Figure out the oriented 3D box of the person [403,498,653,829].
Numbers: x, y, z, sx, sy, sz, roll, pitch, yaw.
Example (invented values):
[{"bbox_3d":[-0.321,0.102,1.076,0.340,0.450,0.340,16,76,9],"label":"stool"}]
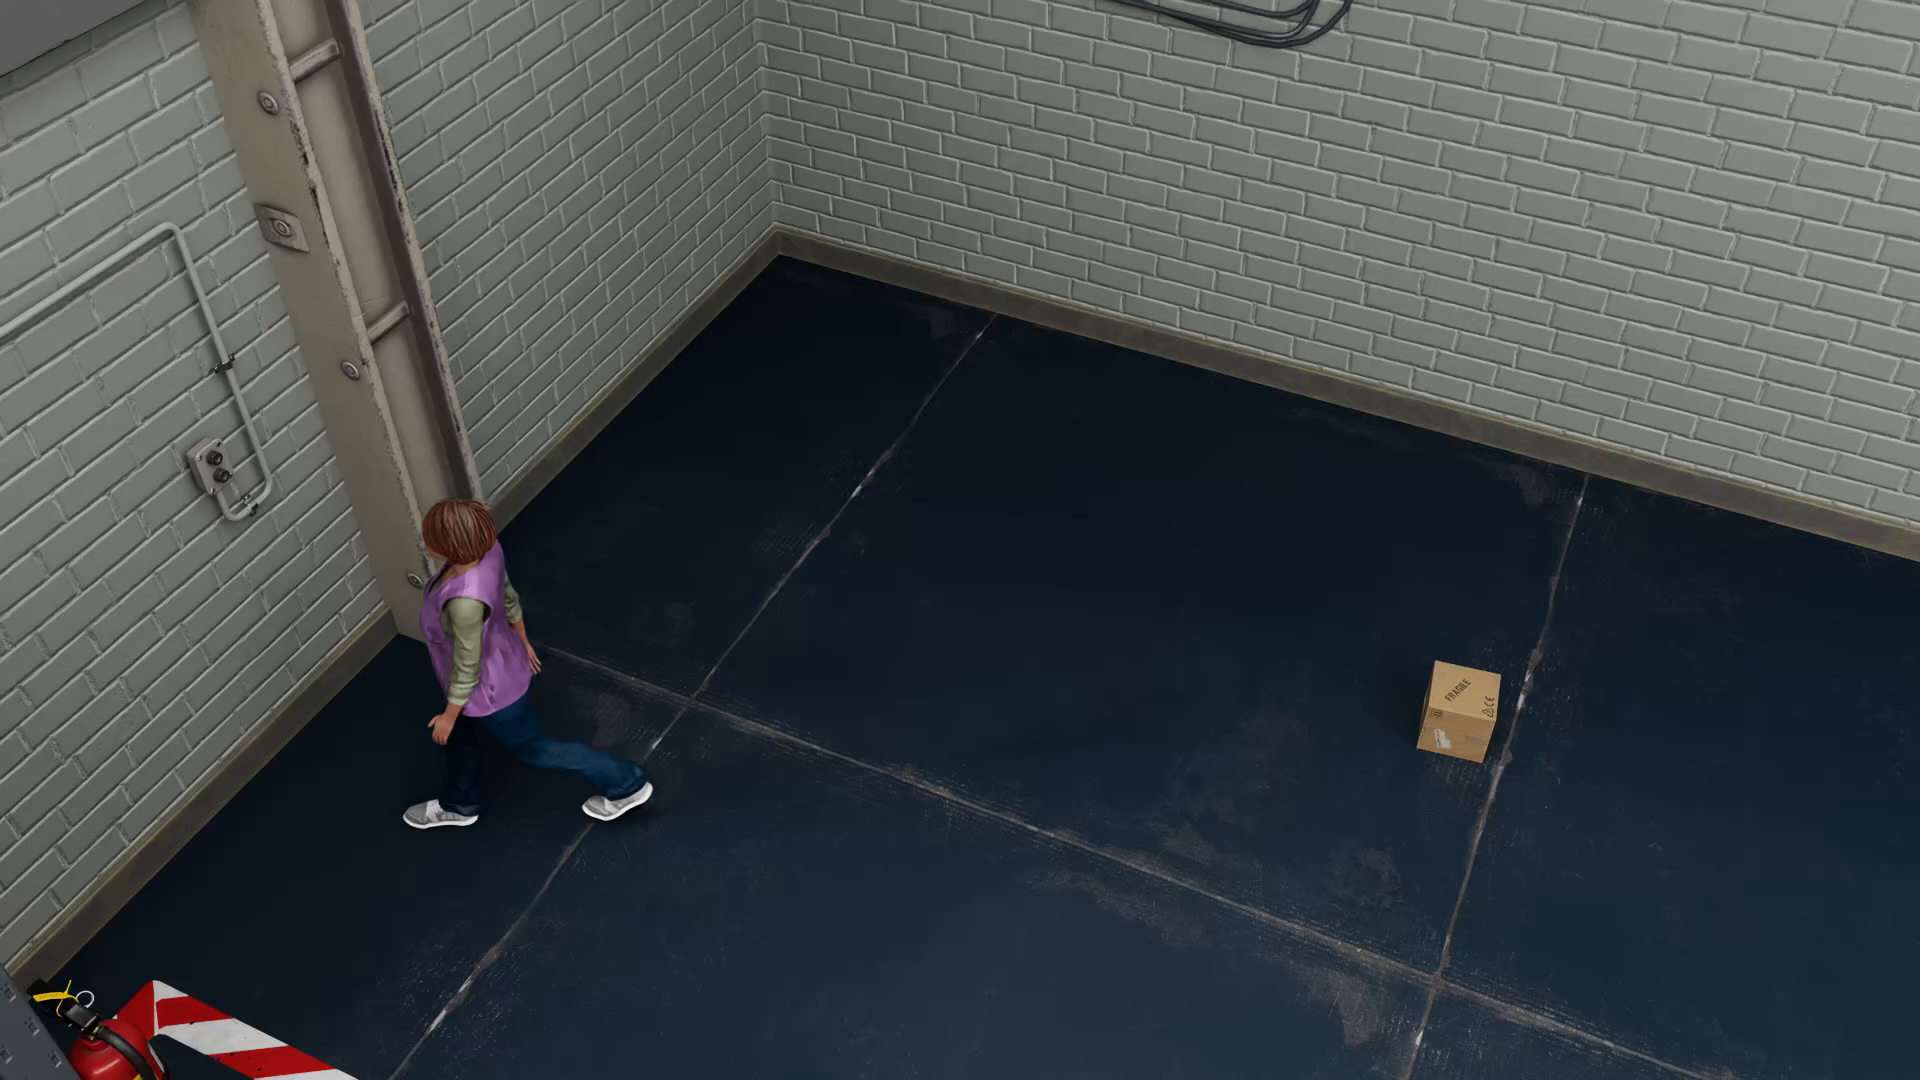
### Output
[{"bbox_3d":[-1.589,0.473,5.647,0.922,1.546,0.419,-7,43,-8],"label":"person"}]
